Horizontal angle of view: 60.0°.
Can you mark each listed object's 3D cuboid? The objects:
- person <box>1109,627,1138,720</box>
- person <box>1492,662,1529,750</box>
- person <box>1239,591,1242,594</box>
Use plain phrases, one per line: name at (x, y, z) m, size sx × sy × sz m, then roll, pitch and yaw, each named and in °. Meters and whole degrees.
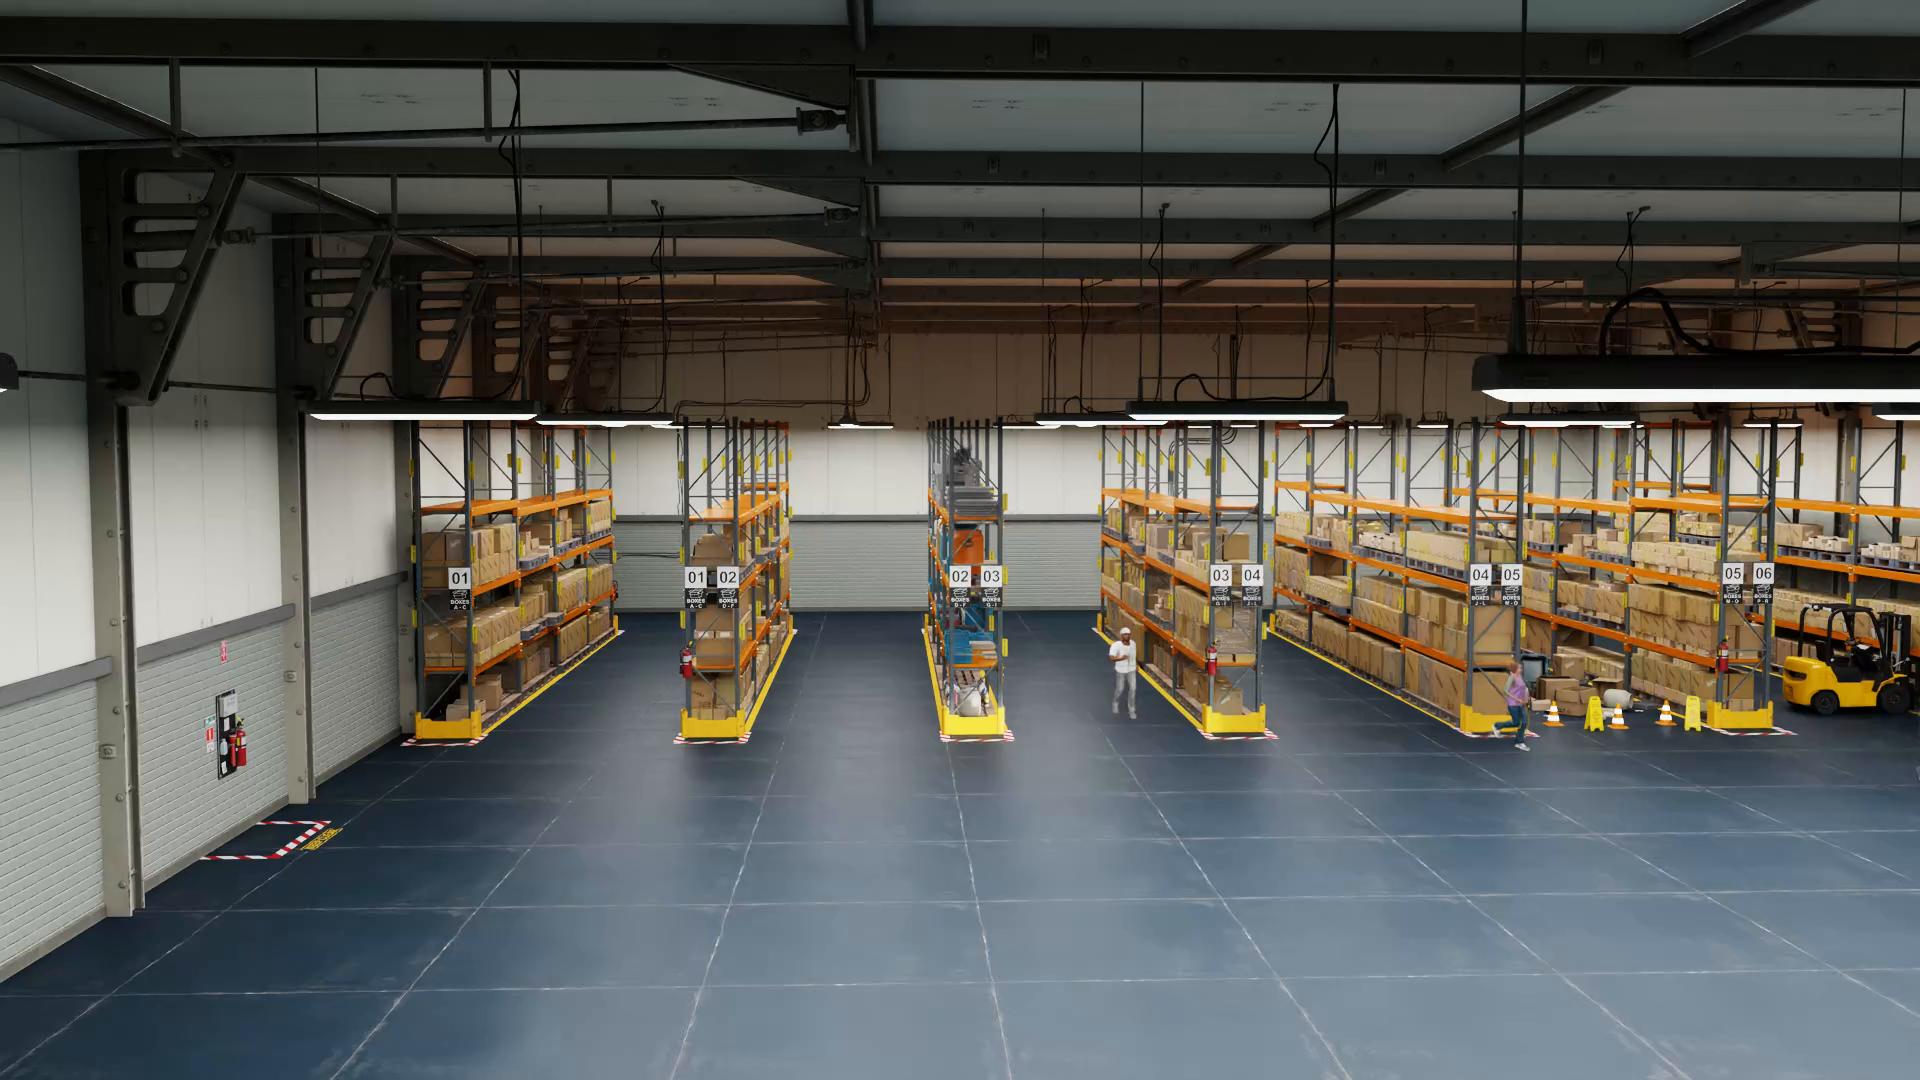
person at (3.287, 2.653, 33.325) m, size 0.703 × 1.823 × 0.833 m, roll -1°, pitch 4°, yaw -16°
person at (10.007, 2.988, 30.113) m, size 0.548 × 1.586 × 0.704 m, roll -4°, pitch 5°, yaw -44°
person at (8.349, 1.704, 48.882) m, size 0.797 × 1.662 × 0.775 m, roll -1°, pitch 4°, yaw -9°
